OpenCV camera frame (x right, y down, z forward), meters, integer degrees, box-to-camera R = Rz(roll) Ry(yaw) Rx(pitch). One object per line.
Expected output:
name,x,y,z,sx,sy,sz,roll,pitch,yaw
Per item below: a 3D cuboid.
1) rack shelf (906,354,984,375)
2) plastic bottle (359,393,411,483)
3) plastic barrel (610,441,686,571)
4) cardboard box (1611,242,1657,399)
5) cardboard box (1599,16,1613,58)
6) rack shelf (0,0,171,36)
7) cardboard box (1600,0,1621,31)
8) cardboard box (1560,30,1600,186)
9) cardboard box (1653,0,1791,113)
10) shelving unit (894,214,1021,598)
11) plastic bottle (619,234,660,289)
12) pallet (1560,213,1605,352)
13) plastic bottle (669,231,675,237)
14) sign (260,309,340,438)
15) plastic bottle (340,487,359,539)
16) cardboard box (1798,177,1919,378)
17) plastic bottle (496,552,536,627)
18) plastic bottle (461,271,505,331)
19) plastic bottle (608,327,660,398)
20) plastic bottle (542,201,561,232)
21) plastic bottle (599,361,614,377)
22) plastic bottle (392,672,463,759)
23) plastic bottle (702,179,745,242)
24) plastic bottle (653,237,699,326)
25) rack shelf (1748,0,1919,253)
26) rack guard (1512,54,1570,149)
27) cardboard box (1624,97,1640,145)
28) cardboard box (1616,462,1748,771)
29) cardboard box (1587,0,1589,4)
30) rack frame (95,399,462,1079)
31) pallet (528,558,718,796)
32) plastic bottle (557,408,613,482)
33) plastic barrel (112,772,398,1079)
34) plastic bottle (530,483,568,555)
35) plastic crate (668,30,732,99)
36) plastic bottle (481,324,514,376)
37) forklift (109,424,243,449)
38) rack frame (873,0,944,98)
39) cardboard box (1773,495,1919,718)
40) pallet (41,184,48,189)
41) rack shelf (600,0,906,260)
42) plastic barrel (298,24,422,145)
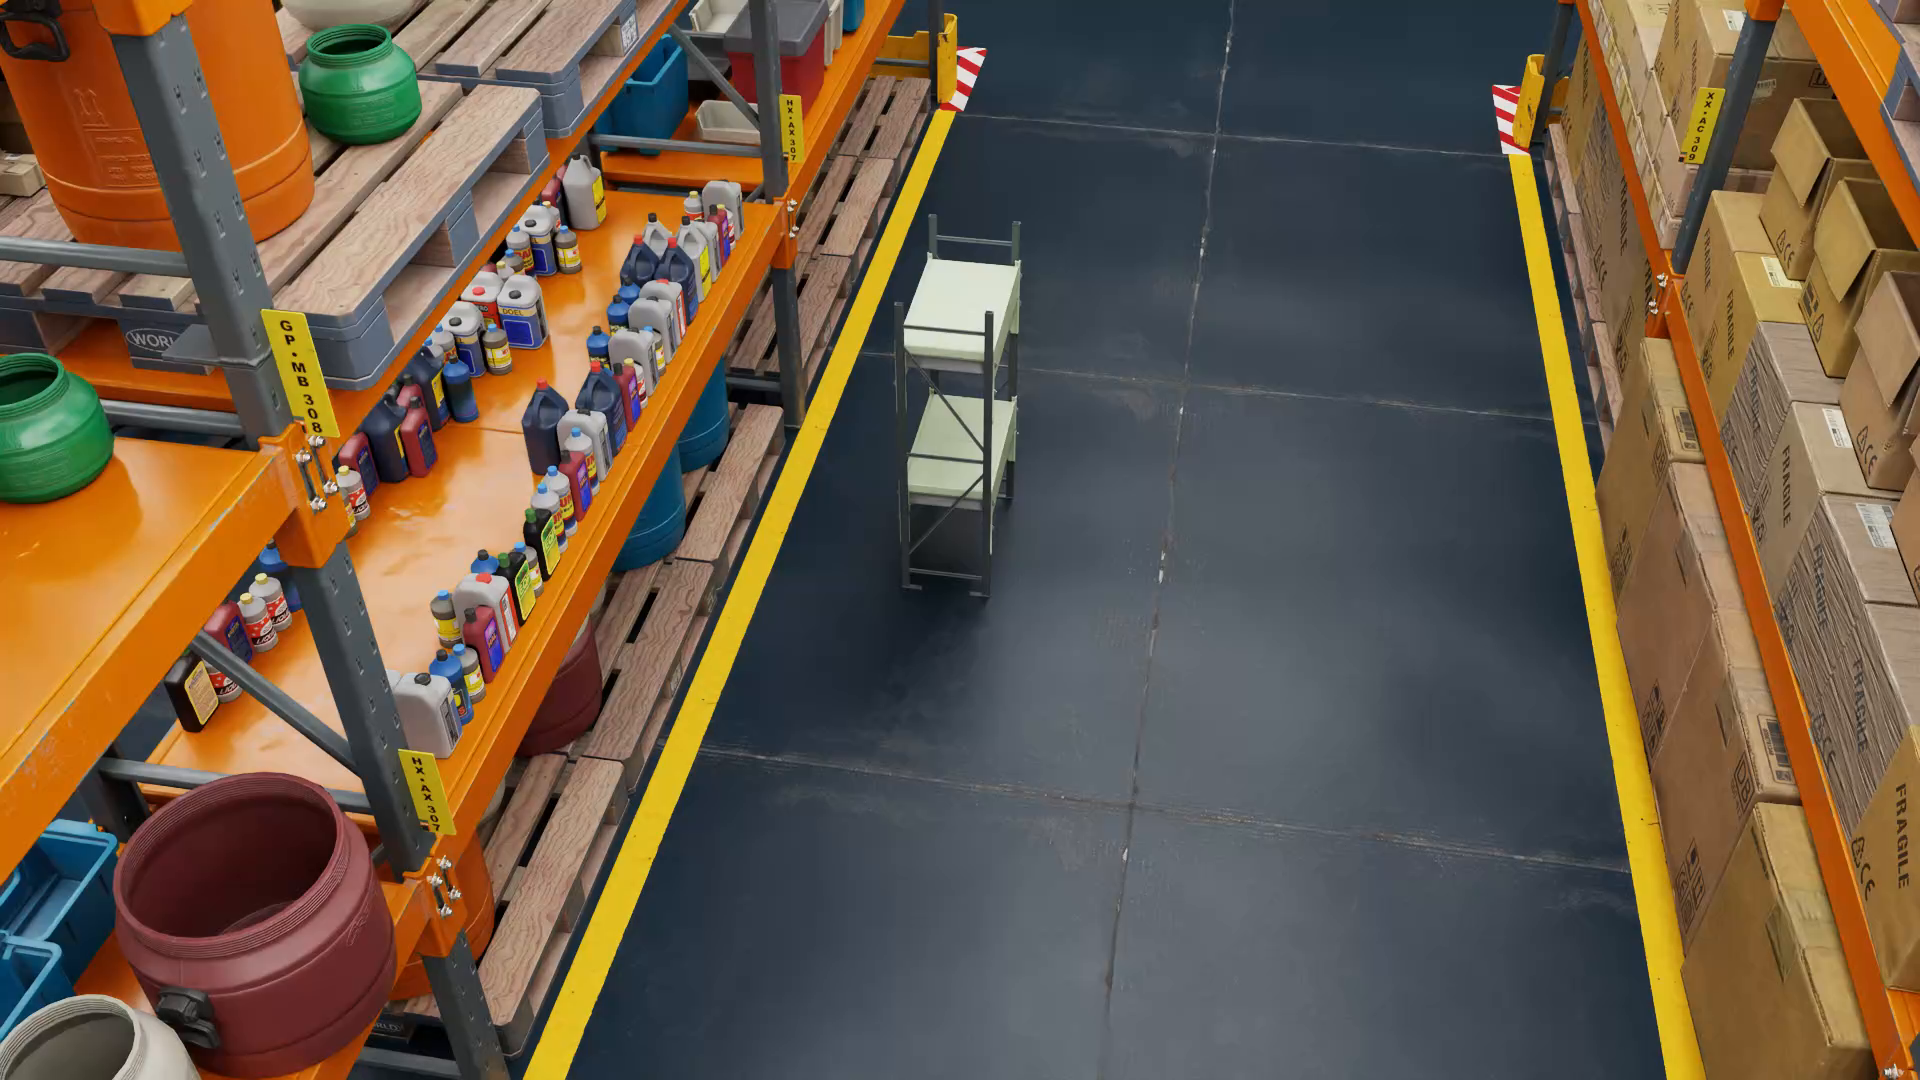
rack shelf,-0.001,-0.930,7.070,0.332,0.071,0.664,6,40,8
plastic bottle,-2.077,-0.398,6.013,0.144,0.351,0.185,6,40,8
plastic barrel,-1.534,-0.383,7.273,0.600,0.901,0.708,6,40,8
cardboard box,3.770,-1.016,8.060,0.875,0.875,0.875,6,40,8
cardboard box,3.663,-2.688,8.941,0.380,0.149,0.250,6,40,7
rack shelf,-2.339,0.071,1.577,1.077,0.370,4.000,6,40,8
cardboard box,3.747,-2.921,8.911,0.500,0.250,0.500,5,40,6
cardboard box,4.238,-2.711,10.109,0.875,0.875,0.875,6,40,8
cardboard box,3.484,-2.245,7.504,0.500,0.500,0.500,7,40,8
shelving unit,-0.001,-0.574,7.364,0.431,1.500,0.755,6,40,8
plastic bottle,-1.311,-1.082,6.840,0.144,0.351,0.185,6,40,8
pallet,3.995,-1.429,9.410,1.003,0.211,1.213,6,40,8
plastic bottle,-1.240,-1.227,7.133,0.097,0.201,0.097,0,40,0
sign,-1.450,-0.363,3.660,0.100,0.325,0.005,6,40,8
plastic bottle,-2.164,-0.110,5.781,0.097,0.201,0.097,0,40,0
cardboard box,3.345,-0.862,5.669,0.797,0.503,0.637,7,40,8
plastic bottle,-1.451,0.136,5.420,0.061,0.283,0.133,6,40,8
plastic bottle,-1.916,-0.936,6.723,0.152,0.276,0.135,6,40,8
plastic bottle,-1.264,-0.707,6.446,0.152,0.276,0.135,6,40,8
plastic bottle,-1.809,-1.396,7.337,0.097,0.201,0.097,0,40,0
plastic bottle,-1.341,-0.553,6.262,0.097,0.271,0.097,0,40,0
plastic bottle,-1.600,0.508,4.975,0.152,0.276,0.135,6,40,8
plastic bottle,-1.051,-1.483,7.384,0.152,0.276,0.135,6,40,8
plastic bottle,-1.170,-1.066,6.821,0.144,0.351,0.185,6,40,8
rack shelf,3.231,-0.891,4.781,1.077,0.370,4.000,6,40,8
rack guard,4.274,-2.830,10.877,1.175,0.500,0.348,6,40,8
cardboard box,3.485,-2.044,8.163,0.380,0.149,0.250,7,40,9
cardboard box,3.333,0.354,6.402,1.225,0.875,0.875,5,40,6
cardboard box,3.796,-3.173,9.528,0.380,0.149,0.250,6,40,7
rack frame,-1.990,0.697,4.650,0.949,2.616,0.053,6,40,8
pallet,-1.684,0.508,7.066,1.003,0.211,1.213,6,40,8
plastic bottle,-1.360,-0.362,6.028,0.152,0.276,0.135,6,40,8
plastic barrel,-1.775,0.969,4.214,0.600,0.536,0.708,6,40,8
plastic bottle,-1.410,-0.078,5.689,0.097,0.271,0.097,0,40,0
plastic crate,-6.571,-2.076,7.778,10.364,0.629,4.185,6,40,8
plastic bottle,-1.830,-0.760,6.568,0.097,0.201,0.097,0,40,0
forklift,-3.484,-2.195,8.201,1.121,2.935,3.031,13,41,16
rack frame,-0.609,-4.324,10.723,1.000,3.000,0.127,6,40,8
cardboard box,2.905,0.229,5.138,0.500,0.500,0.500,5,40,6
pallet,-5.850,-2.486,10.689,1.003,0.211,1.213,6,40,8
rack shelf,-0.955,-2.792,9.434,1.077,0.370,4.000,6,40,8
plastic barrel,-1.583,-1.201,4.384,0.294,0.245,0.294,0,40,0
